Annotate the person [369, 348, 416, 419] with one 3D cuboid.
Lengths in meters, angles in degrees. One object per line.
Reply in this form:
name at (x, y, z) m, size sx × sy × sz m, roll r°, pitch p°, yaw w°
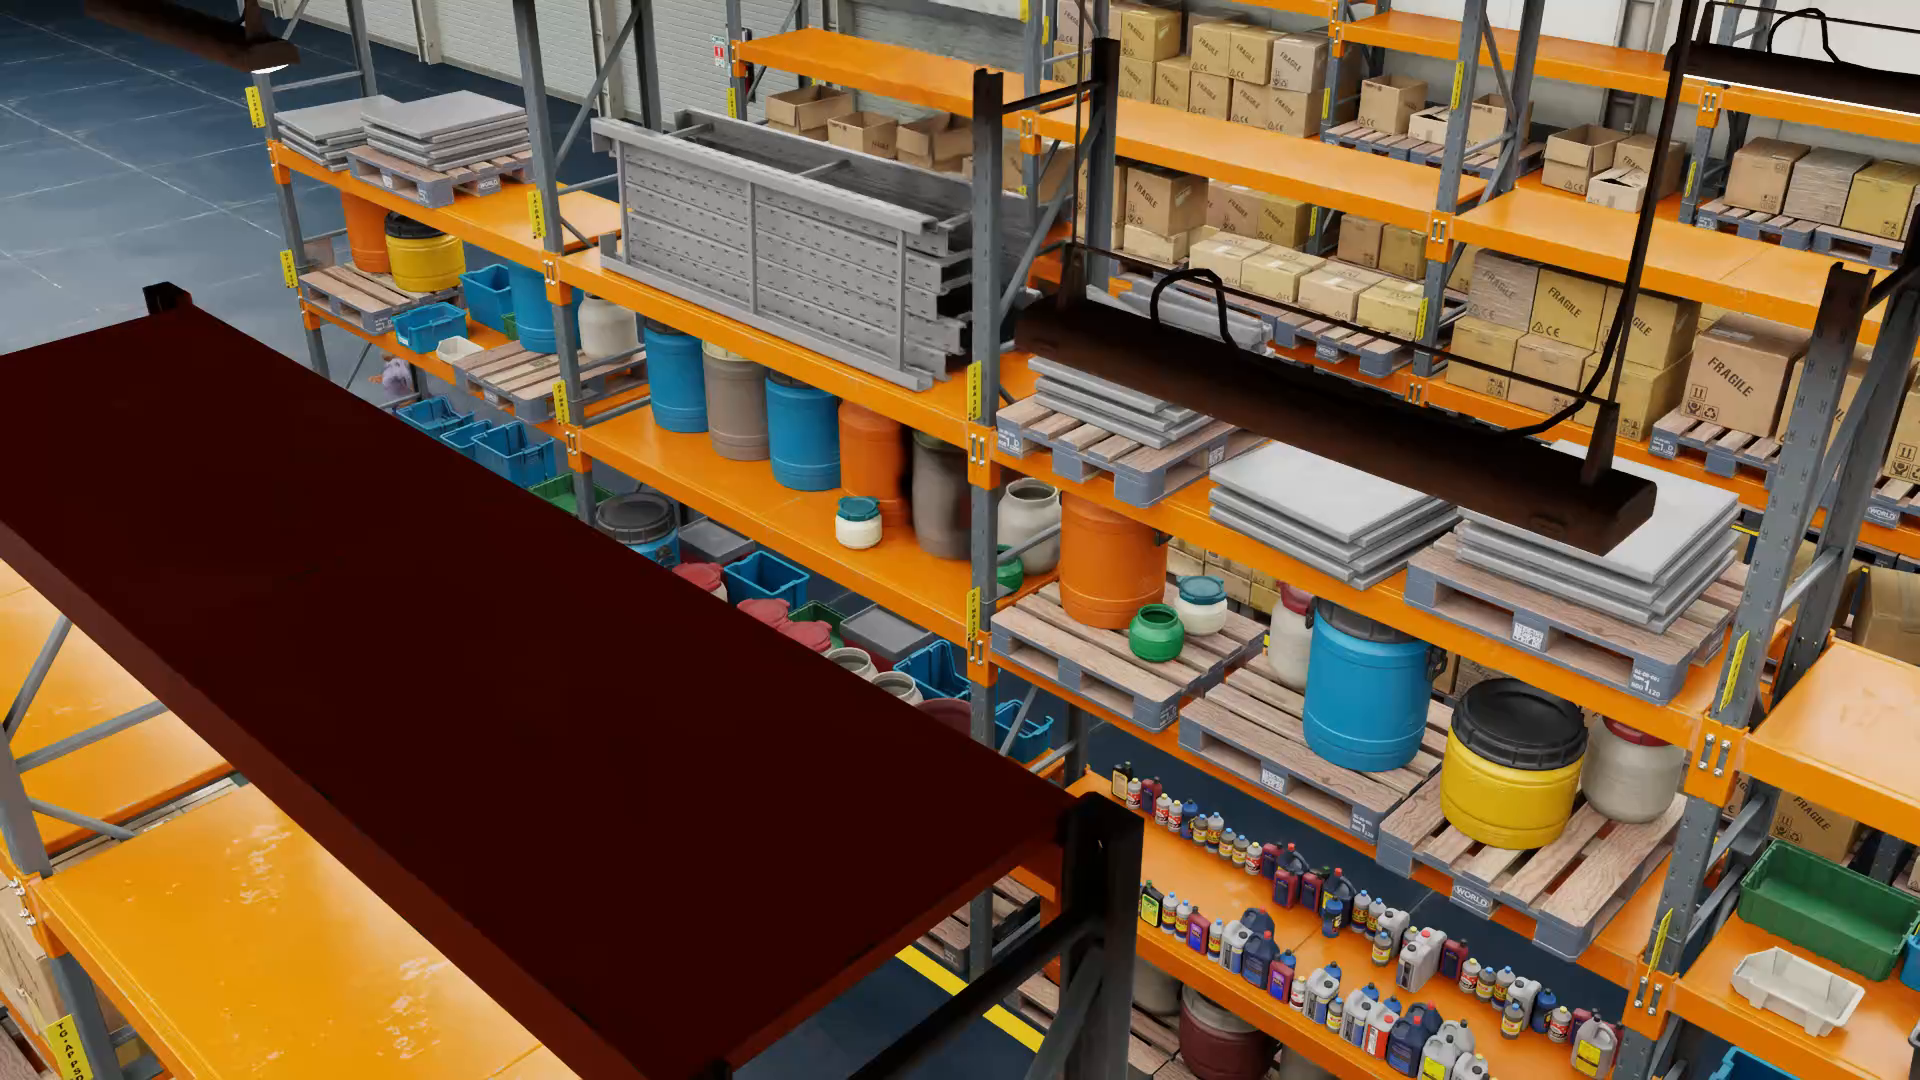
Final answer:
person at (-5.582, -1.271, 16.868) m, size 0.722 × 1.705 × 0.603 m, roll -2°, pitch 29°, yaw -3°
